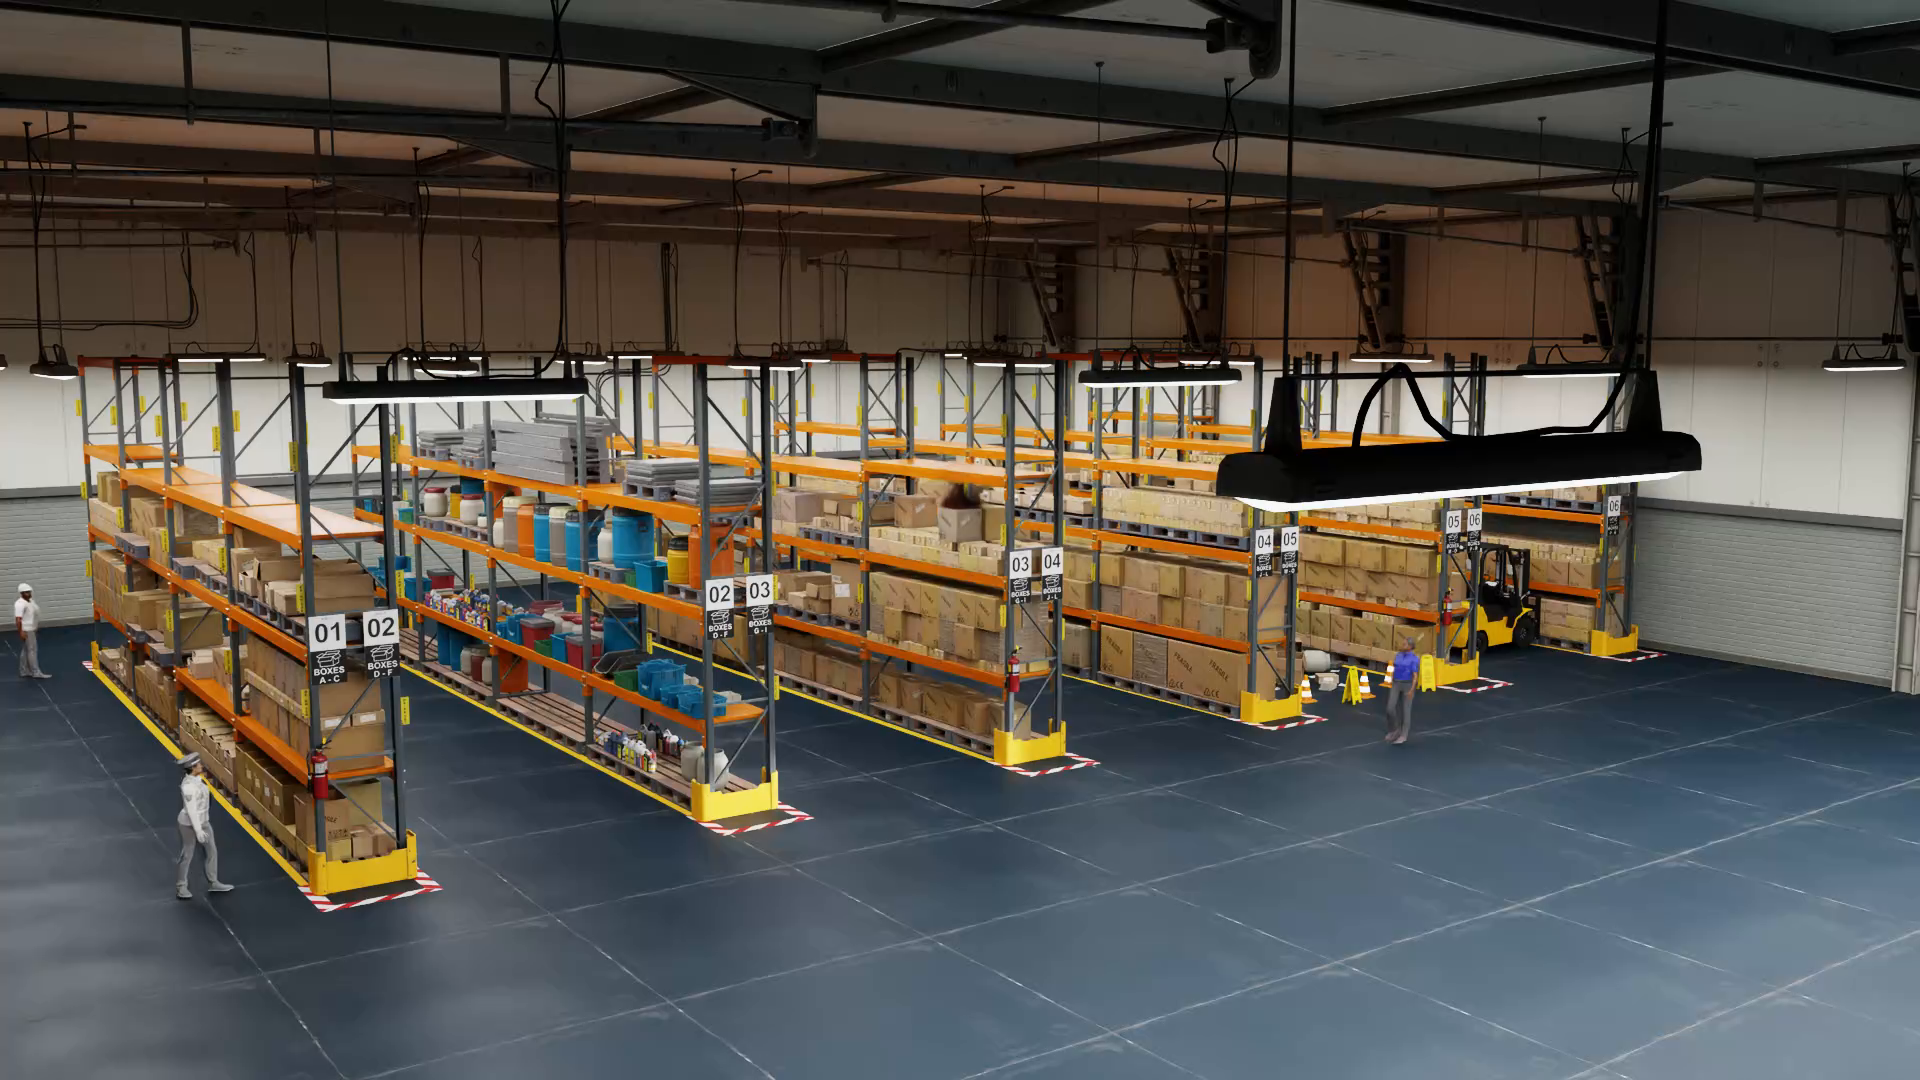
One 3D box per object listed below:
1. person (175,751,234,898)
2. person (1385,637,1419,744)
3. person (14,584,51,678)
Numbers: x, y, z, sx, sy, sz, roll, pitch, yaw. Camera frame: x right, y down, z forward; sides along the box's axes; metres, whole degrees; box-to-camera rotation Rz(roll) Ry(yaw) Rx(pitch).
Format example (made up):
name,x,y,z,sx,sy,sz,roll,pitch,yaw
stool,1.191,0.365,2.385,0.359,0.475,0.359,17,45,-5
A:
name,x,y,z,sx,sy,sz,roll,pitch,yaw
person,-8.663,3.226,18.852,0.588,1.675,0.512,0,7,2
person,6.948,2.369,26.164,0.486,1.680,0.466,4,8,29
person,-17.340,1.691,31.105,0.560,1.783,0.595,-2,7,-18
